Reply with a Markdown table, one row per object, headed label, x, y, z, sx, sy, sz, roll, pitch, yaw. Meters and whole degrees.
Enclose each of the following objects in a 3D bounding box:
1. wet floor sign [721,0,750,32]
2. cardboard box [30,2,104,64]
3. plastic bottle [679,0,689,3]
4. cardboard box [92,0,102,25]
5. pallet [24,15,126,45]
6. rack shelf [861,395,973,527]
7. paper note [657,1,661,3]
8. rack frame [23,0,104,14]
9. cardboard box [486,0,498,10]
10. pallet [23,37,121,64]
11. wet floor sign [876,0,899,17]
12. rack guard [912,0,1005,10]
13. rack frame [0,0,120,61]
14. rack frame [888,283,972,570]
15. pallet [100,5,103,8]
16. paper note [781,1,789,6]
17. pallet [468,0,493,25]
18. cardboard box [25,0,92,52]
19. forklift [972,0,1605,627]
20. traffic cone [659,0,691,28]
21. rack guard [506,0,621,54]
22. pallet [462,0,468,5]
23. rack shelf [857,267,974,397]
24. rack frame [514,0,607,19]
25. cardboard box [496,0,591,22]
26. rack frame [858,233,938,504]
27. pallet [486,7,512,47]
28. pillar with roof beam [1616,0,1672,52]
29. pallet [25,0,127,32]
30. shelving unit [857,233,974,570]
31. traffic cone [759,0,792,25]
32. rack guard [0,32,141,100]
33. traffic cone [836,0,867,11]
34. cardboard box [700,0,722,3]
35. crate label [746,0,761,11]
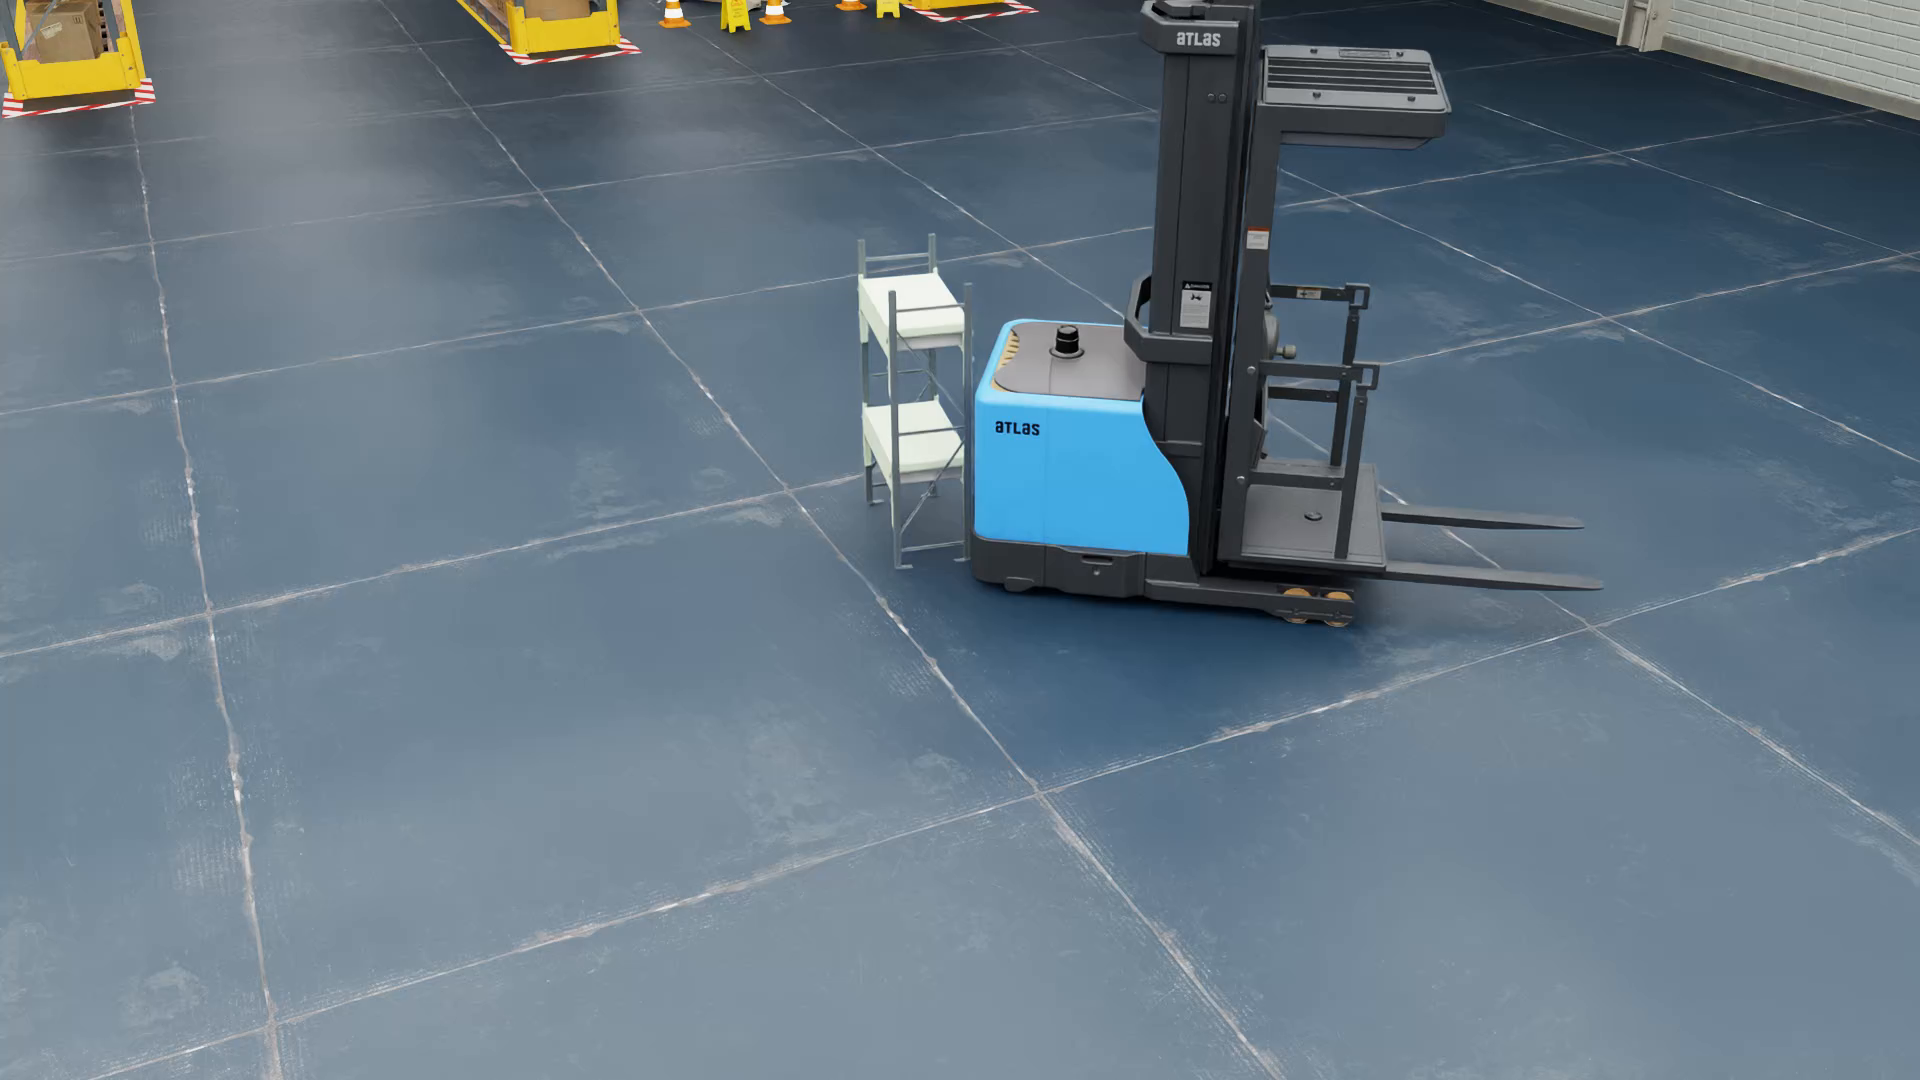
| label | x | y | z | sx | sy | sz | roll | pitch | yaw |
| --- | --- | --- | --- | --- | --- | --- | --- | --- | --- |
| wet floor sign | -2.610 | -6.222 | 19.186 | 0.267 | 0.644 | 0.232 | -19 | 35 | -30 |
| cardboard box | -9.187 | -5.221 | 17.120 | 0.500 | 0.500 | 0.500 | -7 | 30 | -13 |
| plastic bottle | -3.517 | -6.765 | 20.752 | 0.283 | 0.061 | 0.133 | 26 | 38 | 38 |
| cardboard box | -9.925 | -6.014 | 18.535 | 0.500 | 0.500 | 0.500 | -16 | 33 | -26 |
| pallet | -9.803 | -5.571 | 18.468 | 1.003 | 0.211 | 1.213 | -13 | 32 | -22 |
| rack shelf | -0.229 | -0.420 | 8.632 | 0.431 | 0.370 | 0.720 | -7 | 30 | -12 |
| paper note | -3.738 | -6.695 | 20.679 | 0.032 | 0.001 | 0.123 | 2 | 29 | 4 |
| rack frame | -10.651 | -7.616 | 19.265 | 1.000 | 3.000 | 0.127 | -13 | 32 | -22 |
| cardboard box | -5.141 | -6.776 | 19.510 | 0.875 | 0.875 | 0.875 | -14 | 32 | -23 |
| pallet | -9.284 | -5.032 | 17.509 | 1.003 | 0.211 | 1.213 | -13 | 32 | -22 |
| wet floor sign | -0.869 | -6.594 | 19.850 | 0.267 | 0.644 | 0.232 | -3 | 29 | -5 |
| rack guard | -0.016 | -6.873 | 20.496 | 1.175 | 0.500 | 0.348 | -13 | 32 | -22 |
| rack frame | -8.934 | -5.849 | 16.114 | 1.000 | 3.000 | 0.127 | -13 | 32 | -22 |
| rack frame | -0.139 | -0.531 | 8.163 | 0.400 | 1.500 | 0.023 | -7 | 30 | -12 |
| pallet | -10.987 | -6.743 | 20.559 | 1.003 | 0.211 | 1.213 | -13 | 32 | -22 |
| paper note | -2.187 | -6.634 | 20.550 | 0.142 | 0.019 | 0.148 | 26 | 38 | 38 |
| pallet | -5.345 | -6.504 | 20.134 | 1.003 | 0.211 | 1.213 | -13 | 32 | -22 |
| cardboard box | -9.475 | -5.478 | 17.578 | 0.500 | 0.500 | 0.500 | -5 | 30 | -9 |
| forklift | 1.623 | -1.142 | 7.790 | 3.031 | 2.935 | 1.130 | 5 | 30 | 8 |
| traffic cone | -3.357 | -6.272 | 19.462 | 0.336 | 0.463 | 0.334 | -13 | 32 | -22 |
| rack guard | -4.401 | -5.745 | 18.484 | 1.175 | 0.500 | 0.348 | -13 | 32 | -22 |
| pallet | -5.872 | -7.044 | 21.096 | 1.003 | 0.211 | 1.213 | -13 | 32 | -22 |
| rack shelf | -0.229 | -1.045 | 8.282 | 0.431 | 0.370 | 0.720 | -7 | 30 | -12 |
| rack frame | -4.411 | -6.846 | 17.891 | 1.000 | 3.000 | 0.127 | -13 | 32 | -22 |
| cardboard box | -4.762 | -6.388 | 18.818 | 0.875 | 0.875 | 0.875 | -13 | 32 | -22 |
| rack frame | -0.319 | -0.878 | 8.782 | 0.400 | 1.500 | 0.023 | -7 | 30 | -12 |
| pallet | -4.825 | -5.966 | 19.174 | 1.003 | 0.211 | 1.213 | -13 | 32 | -22 |
| pillar with roof beam | 3.700 | -8.533 | 14.766 | 9.100 | 9.000 | 0.400 | -13 | 32 | -22 |
| pallet | -10.331 | -6.110 | 19.431 | 1.003 | 0.211 | 1.213 | -13 | 32 | -22 |
| shelving unit | -0.229 | -0.705 | 8.473 | 0.431 | 1.500 | 0.755 | -7 | 30 | -12 |
| traffic cone | -2.190 | -6.359 | 19.617 | 0.336 | 0.463 | 0.334 | -13 | 32 | -22 |
| rack guard | -8.967 | -4.792 | 16.785 | 1.175 | 0.500 | 0.348 | -13 | 32 | -22 |
| traffic cone | -1.333 | -6.742 | 20.300 | 0.336 | 0.463 | 0.334 | -13 | 32 | -22 |
| cardboard box | -3.024 | -7.085 | 20.871 | 0.637 | 0.503 | 0.797 | 13 | 32 | 21 |
| crate label | -2.583 | -6.551 | 20.293 | 0.298 | 0.136 | 0.250 | 19 | 34 | 30 |
